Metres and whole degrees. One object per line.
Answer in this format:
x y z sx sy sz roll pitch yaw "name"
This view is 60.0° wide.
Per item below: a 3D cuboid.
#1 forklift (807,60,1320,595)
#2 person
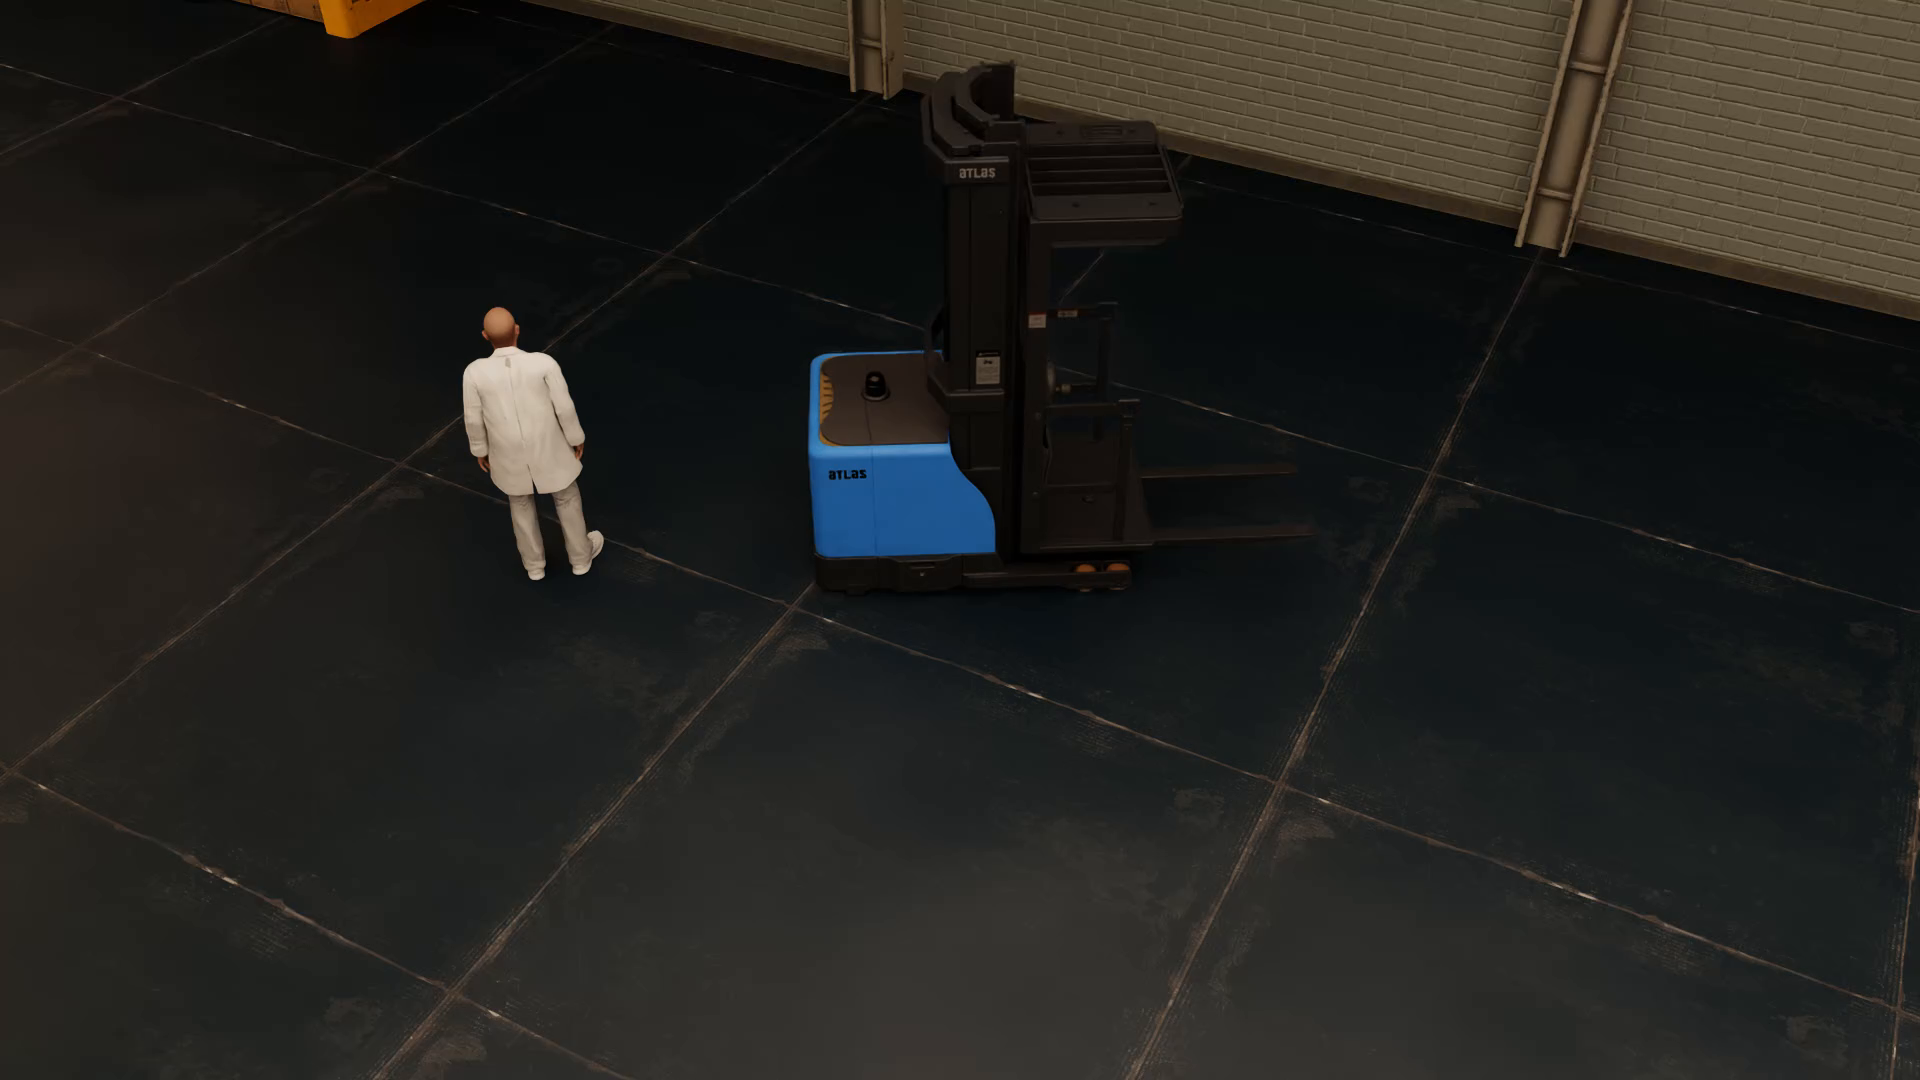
0.629 -1.155 9.358 3.031 2.935 1.130 -2 40 -2 "forklift"
-2.471 -0.537 9.524 0.646 1.772 0.430 -6 40 -7 "person"
